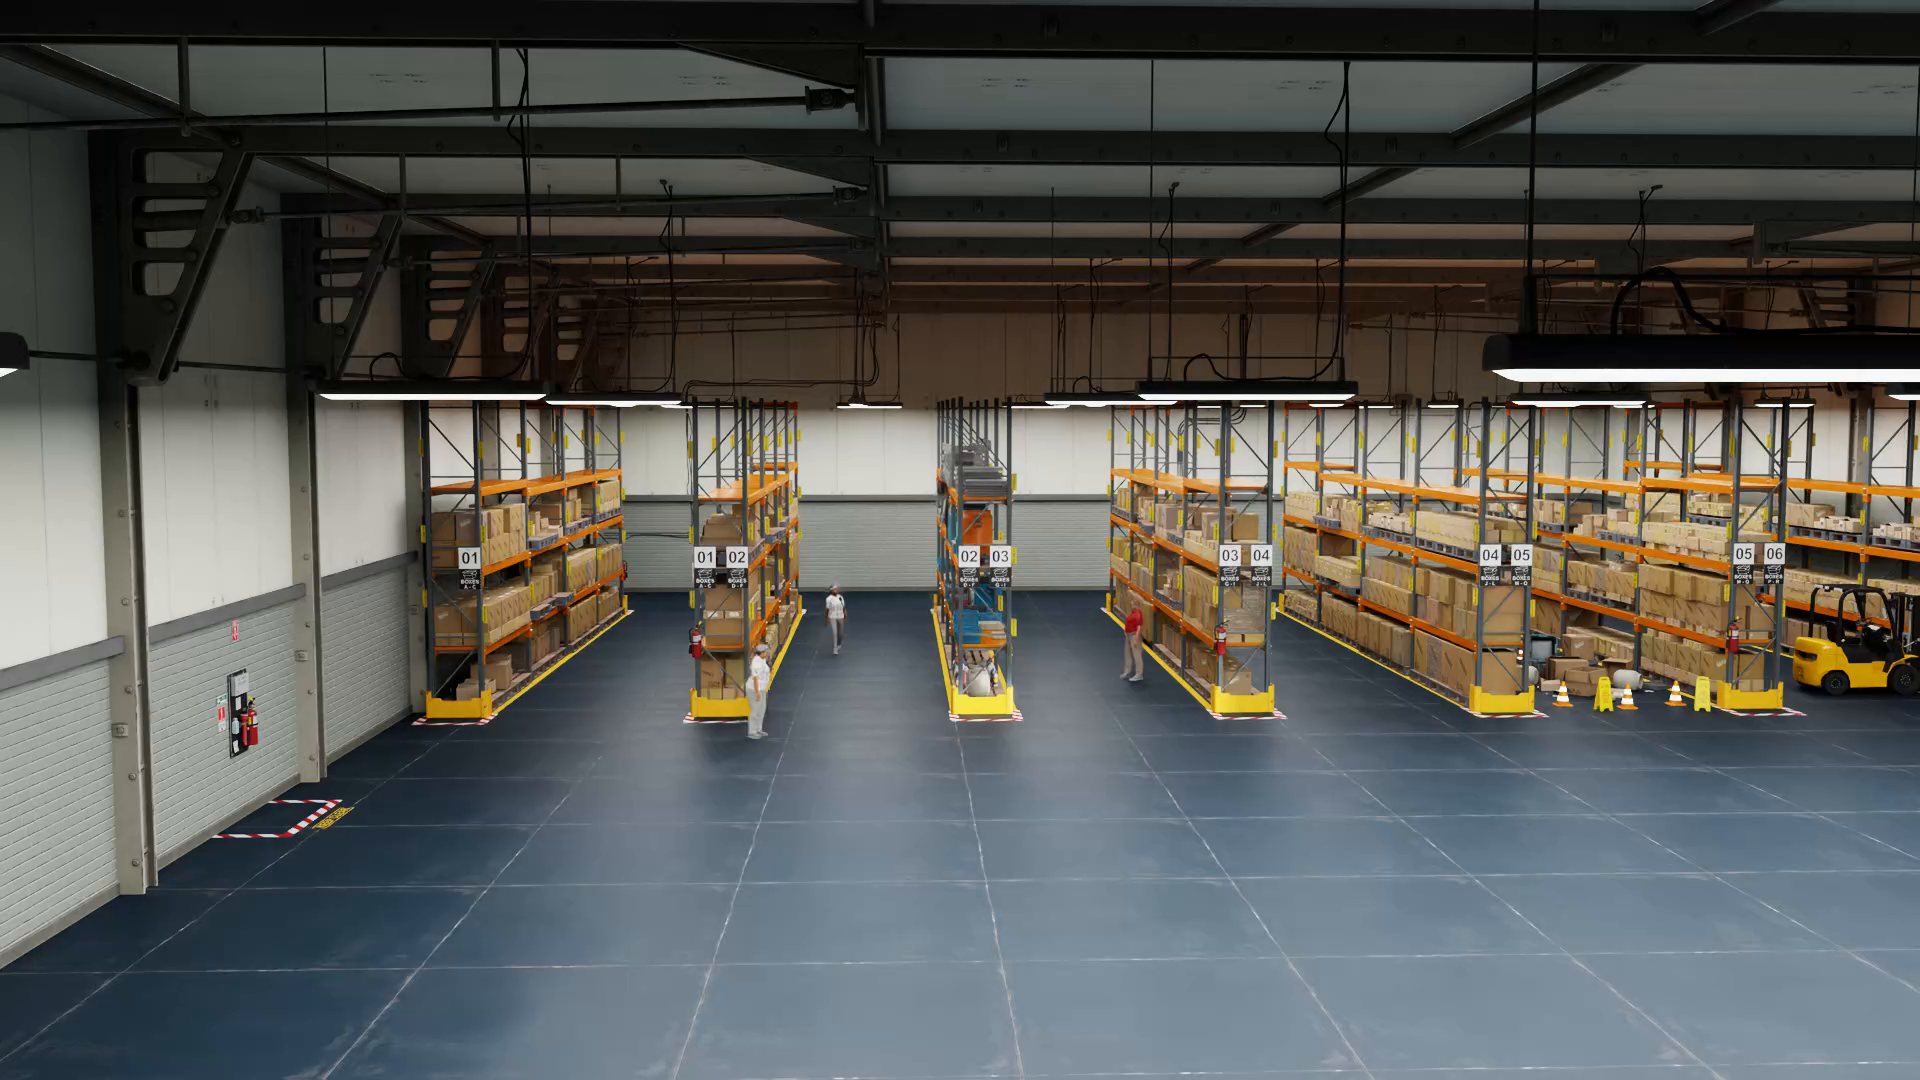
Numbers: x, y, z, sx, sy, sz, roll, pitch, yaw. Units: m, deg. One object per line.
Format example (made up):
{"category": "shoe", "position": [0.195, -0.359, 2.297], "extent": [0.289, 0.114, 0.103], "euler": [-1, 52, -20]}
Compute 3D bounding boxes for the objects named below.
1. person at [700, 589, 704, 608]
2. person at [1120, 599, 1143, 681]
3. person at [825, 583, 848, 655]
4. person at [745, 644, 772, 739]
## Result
{"category": "person", "position": [-7.438, 1.195, 48.270], "extent": [0.577, 1.613, 0.506], "euler": [0, 4, 3]}
{"category": "person", "position": [3.674, 2.116, 35.517], "extent": [0.452, 1.723, 0.597], "euler": [-2, 5, -19]}
{"category": "person", "position": [-2.925, 1.842, 39.280], "extent": [0.556, 1.648, 0.901], "euler": [-1, 5, -13]}
{"category": "person", "position": [-3.528, 2.649, 29.204], "extent": [0.476, 1.673, 0.513], "euler": [1, 4, 8]}
